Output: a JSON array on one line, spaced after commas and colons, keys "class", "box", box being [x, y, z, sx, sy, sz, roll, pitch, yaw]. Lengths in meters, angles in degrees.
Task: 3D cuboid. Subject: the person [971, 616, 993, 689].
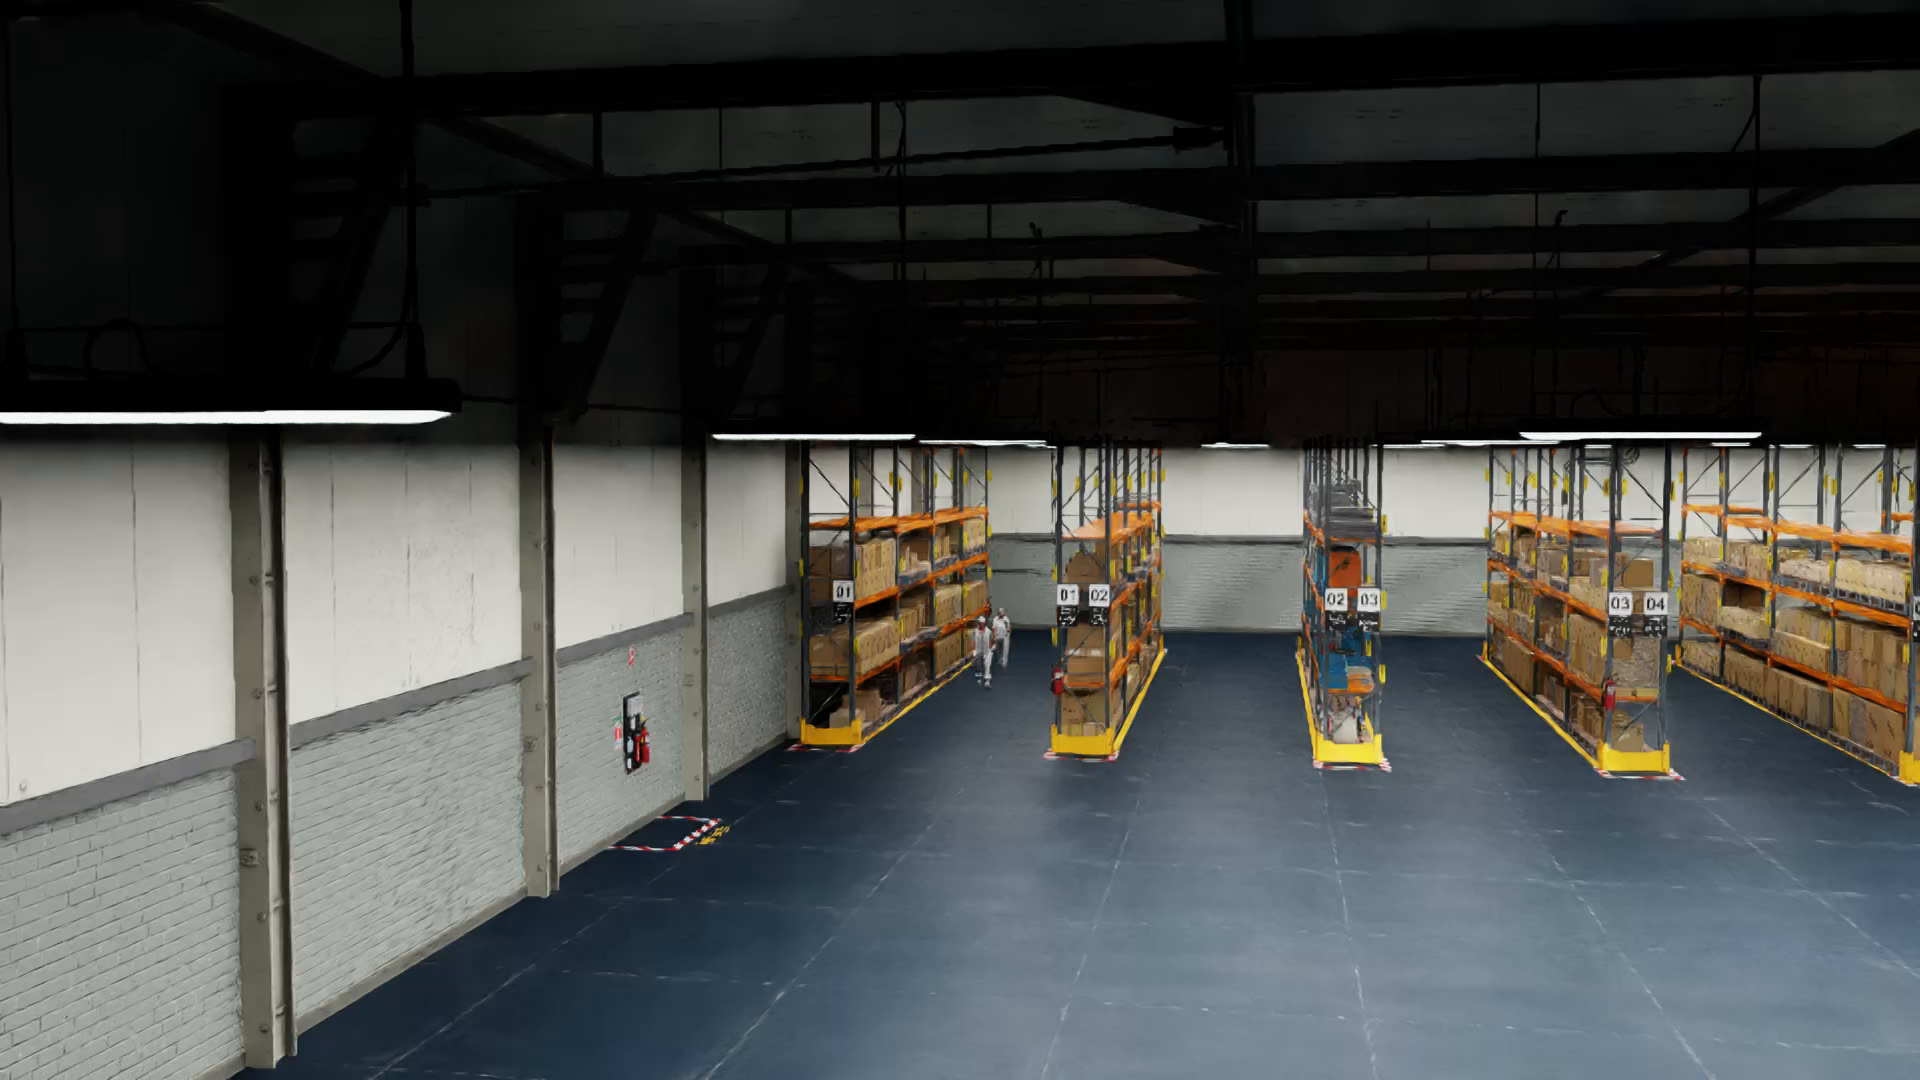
[{"class": "person", "box": [0.518, 2.688, 39.922, 0.528, 1.728, 1.032, 0, 3, 2]}]

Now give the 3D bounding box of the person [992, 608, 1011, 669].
[{"class": "person", "box": [1.085, 2.557, 43.631, 0.496, 1.580, 1.090, 0, 3, 9]}]
